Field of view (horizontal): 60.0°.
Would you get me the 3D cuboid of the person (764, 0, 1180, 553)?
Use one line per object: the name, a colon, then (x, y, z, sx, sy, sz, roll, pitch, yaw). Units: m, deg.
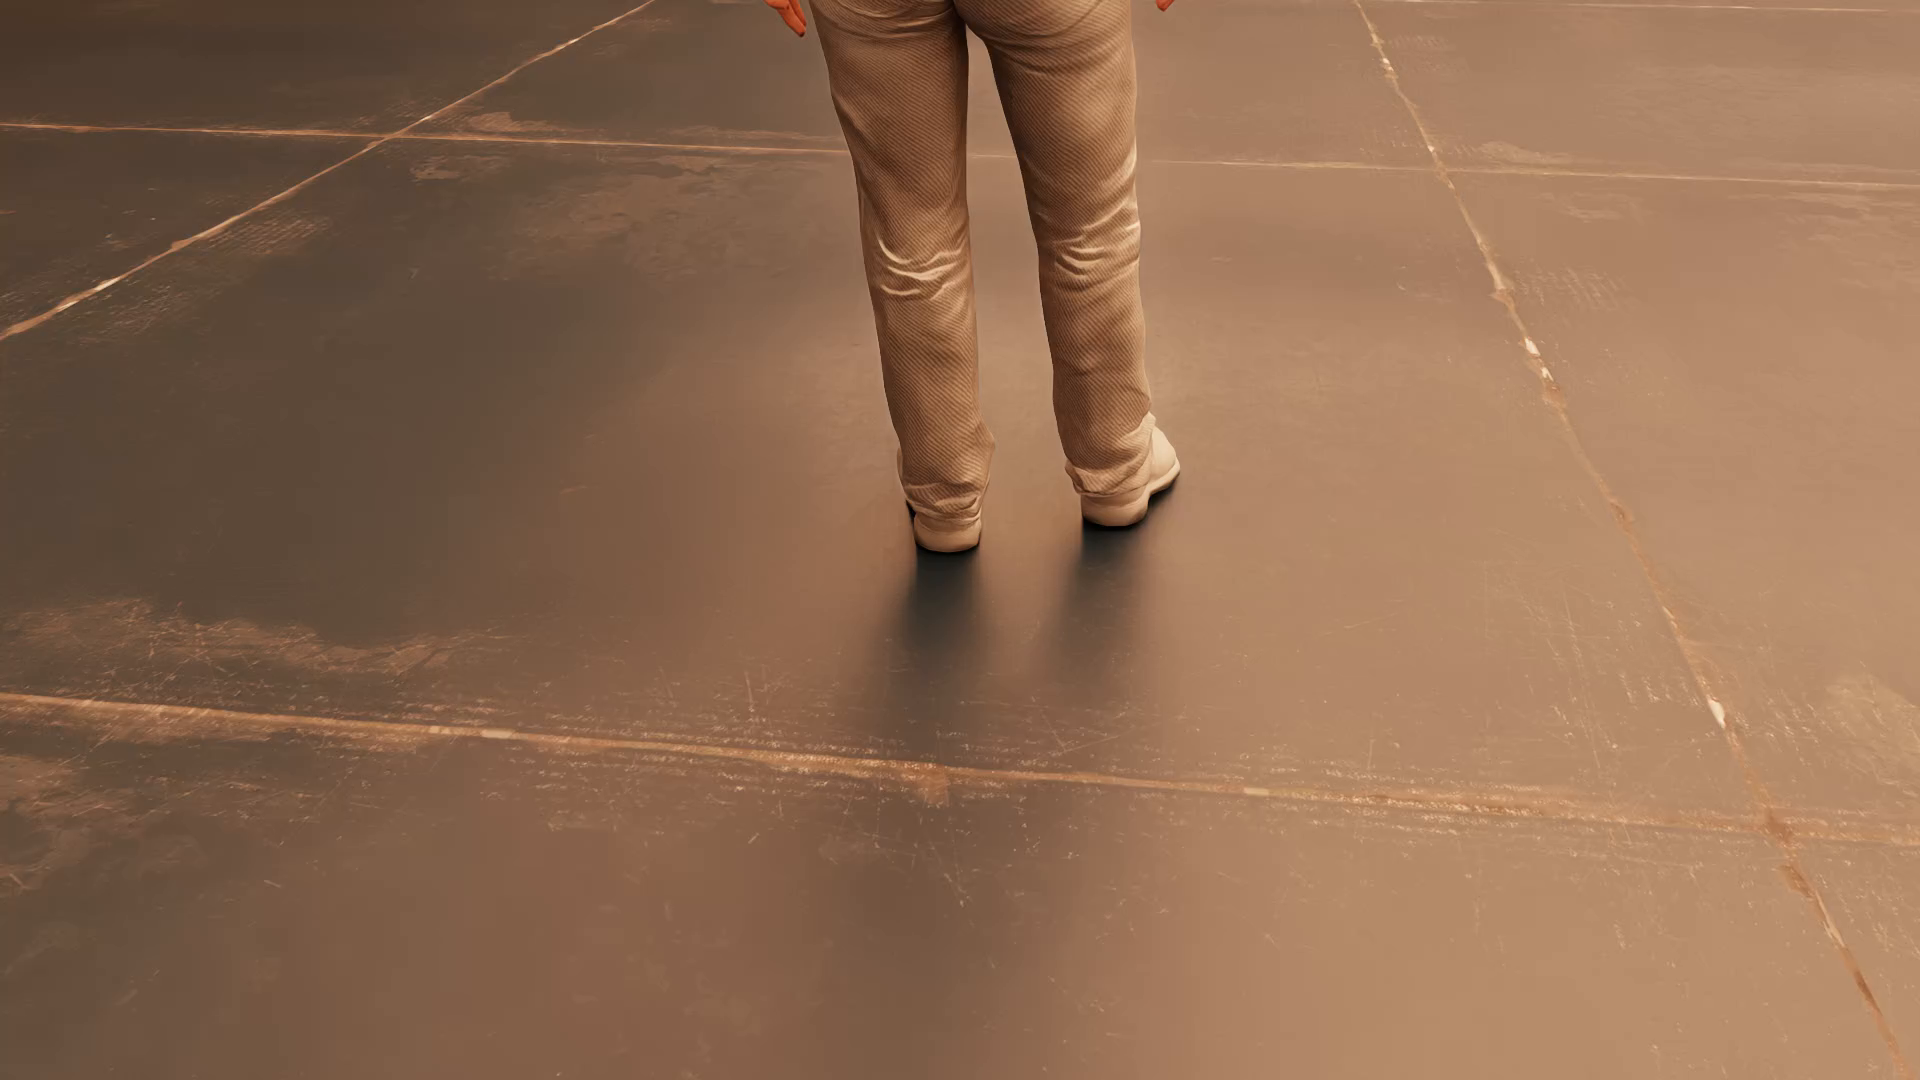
person: (0.015, -0.828, 2.156, 0.634, 1.775, 0.566, 3, 27, 7)
